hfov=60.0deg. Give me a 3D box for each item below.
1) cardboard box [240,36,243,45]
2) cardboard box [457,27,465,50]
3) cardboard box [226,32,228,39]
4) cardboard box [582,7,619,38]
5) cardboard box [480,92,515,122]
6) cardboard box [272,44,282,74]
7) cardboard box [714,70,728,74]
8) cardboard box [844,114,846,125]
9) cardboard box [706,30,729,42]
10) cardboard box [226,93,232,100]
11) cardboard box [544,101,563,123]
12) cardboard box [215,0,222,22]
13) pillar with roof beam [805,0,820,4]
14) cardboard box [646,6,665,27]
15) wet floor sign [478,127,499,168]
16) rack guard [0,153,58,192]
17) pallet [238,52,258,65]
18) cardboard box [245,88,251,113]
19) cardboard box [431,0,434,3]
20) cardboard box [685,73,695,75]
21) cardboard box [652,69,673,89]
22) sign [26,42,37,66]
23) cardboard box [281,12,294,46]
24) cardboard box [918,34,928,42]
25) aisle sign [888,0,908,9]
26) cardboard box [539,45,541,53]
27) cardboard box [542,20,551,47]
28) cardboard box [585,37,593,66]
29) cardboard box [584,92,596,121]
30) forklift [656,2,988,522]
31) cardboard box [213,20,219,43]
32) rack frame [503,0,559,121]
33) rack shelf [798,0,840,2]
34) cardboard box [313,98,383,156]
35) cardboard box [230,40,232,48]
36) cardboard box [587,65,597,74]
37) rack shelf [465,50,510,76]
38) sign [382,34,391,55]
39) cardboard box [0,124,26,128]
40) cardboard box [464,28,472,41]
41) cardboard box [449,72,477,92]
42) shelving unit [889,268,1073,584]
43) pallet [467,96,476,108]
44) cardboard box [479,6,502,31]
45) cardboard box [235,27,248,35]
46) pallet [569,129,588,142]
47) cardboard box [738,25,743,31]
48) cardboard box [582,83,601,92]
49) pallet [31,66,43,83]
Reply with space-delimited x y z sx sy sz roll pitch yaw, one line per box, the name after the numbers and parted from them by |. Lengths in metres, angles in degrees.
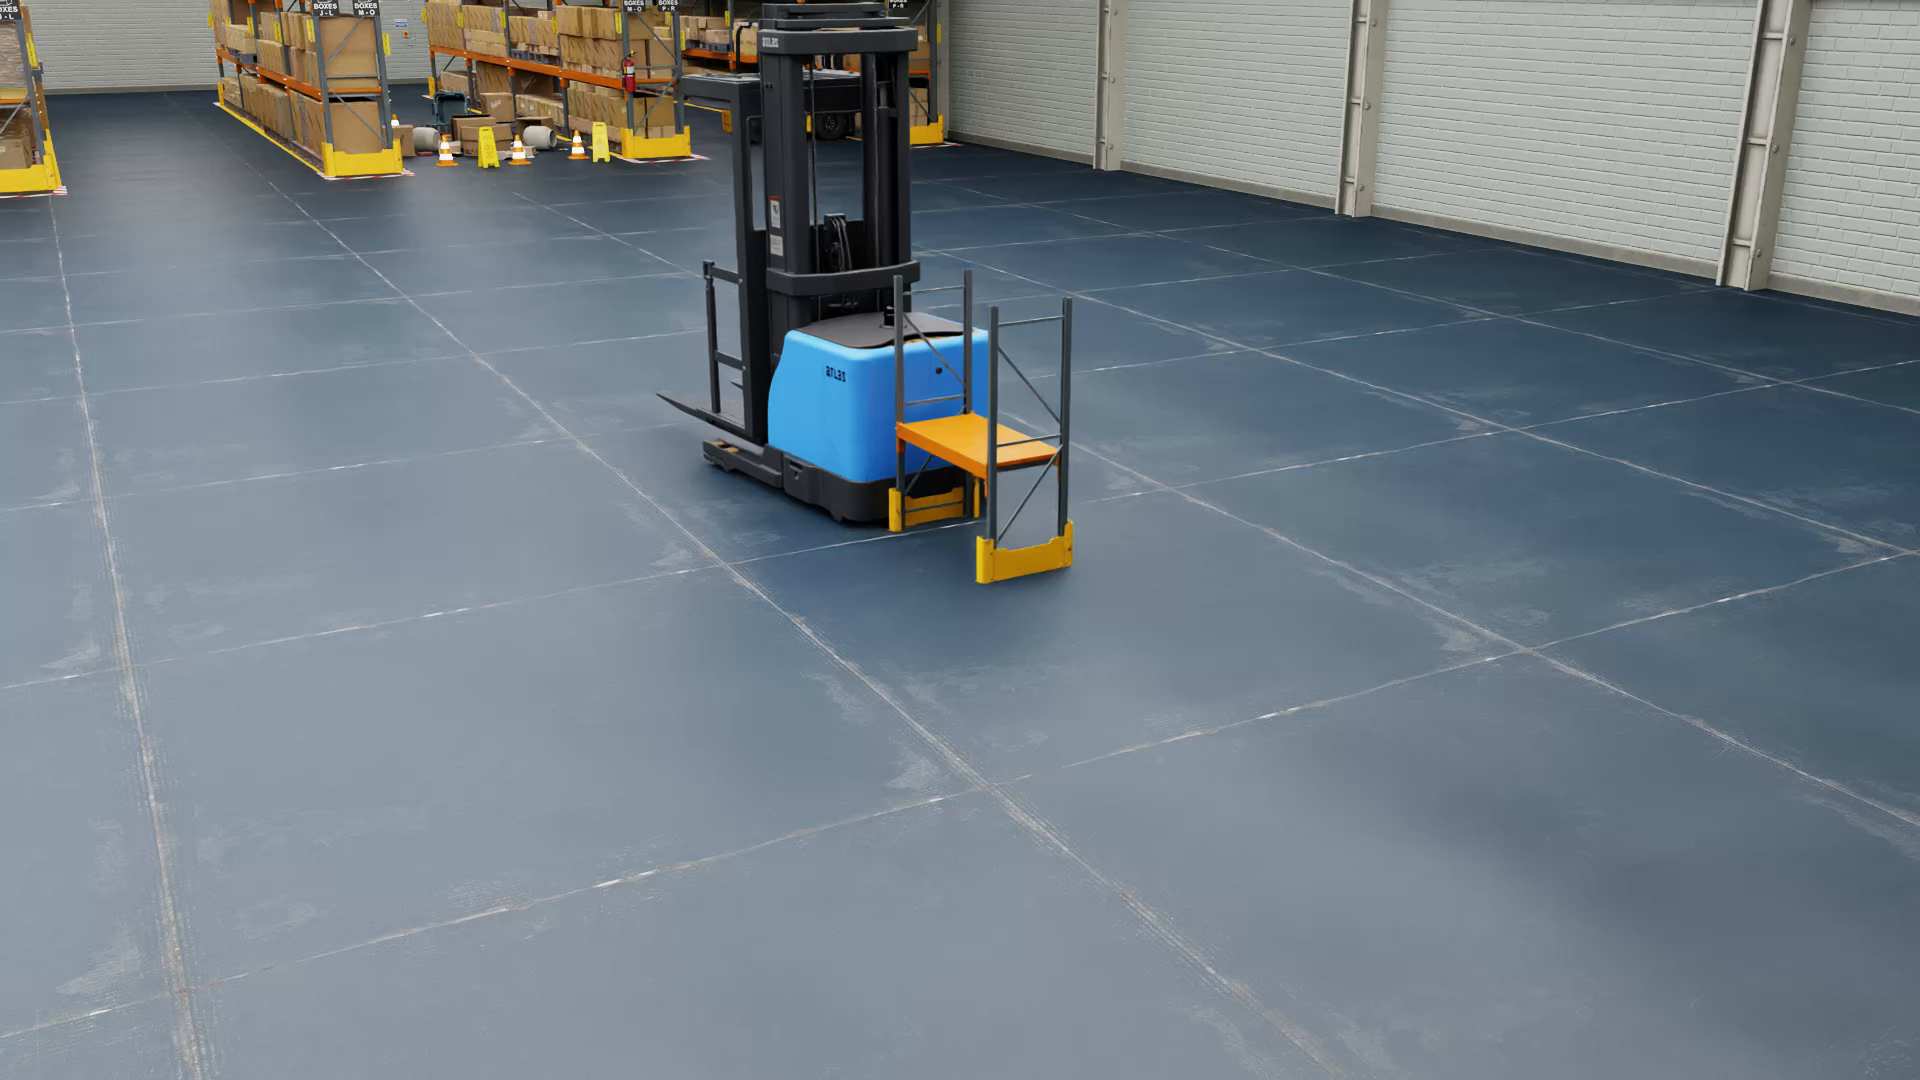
-14.262 -10.053 33.451 0.380 0.149 0.250 -9 21 -25 | cardboard box
-11.408 -11.694 38.770 0.500 0.500 0.500 -10 21 -26 | cardboard box
-15.489 -10.794 35.599 0.380 0.149 0.250 -10 21 -26 | cardboard box
-6.265 -9.159 29.434 0.700 0.500 0.500 -10 22 -27 | cardboard box
-8.716 -8.149 31.320 0.500 0.500 0.500 -10 21 -27 | cardboard box
-12.195 -8.762 30.272 0.500 0.500 0.500 -10 22 -27 | cardboard box
-5.482 -10.840 38.642 0.380 0.149 0.250 -9 21 -25 | cardboard box
-2.123 -8.298 32.653 0.500 0.250 0.500 -9 21 -25 | cardboard box
-5.482 -11.556 38.107 0.500 0.250 0.500 -11 22 -29 | cardboard box
-16.858 -10.334 38.708 0.380 0.149 0.250 -10 21 -26 | cardboard box
-7.759 -8.569 33.252 0.950 0.372 0.625 -9 21 -23 | cardboard box
-16.473 -11.954 37.534 0.500 0.500 0.500 -11 22 -28 | cardboard box
-7.073 -13.110 33.828 9.100 9.000 0.400 -10 21 -27 | pillar with roof beam
-7.804 -13.293 42.182 0.500 0.500 0.500 -9 21 -25 | cardboard box
-7.816 -6.499 27.475 0.267 0.644 0.232 -14 24 -36 | wet floor sign
-14.022 -5.414 24.555 1.175 0.500 0.348 -10 21 -27 | rack guard
-13.804 -9.707 33.458 1.213 0.211 1.003 -10 21 -27 | pallet
-14.901 -9.370 35.375 0.500 0.500 0.500 -9 21 -24 | cardboard box
-12.727 -13.227 40.684 0.380 0.149 0.250 -9 21 -25 | cardboard box
-6.303 -11.015 40.144 0.500 0.500 0.500 -10 22 -27 | cardboard box
-7.424 -11.749 42.270 0.700 0.500 0.500 -11 22 -29 | cardboard box
-13.508 -7.067 24.186 0.100 0.325 0.005 -10 21 -27 | sign
-11.327 -8.931 29.031 0.875 0.550 0.550 -10 21 -27 | cardboard box
-0.830 -9.370 31.040 0.380 0.149 0.250 -11 22 -28 | cardboard box
-1.125 -10.043 30.153 0.394 0.787 0.004 -10 21 -27 | aisle sign
-8.123 -9.737 32.992 0.380 0.149 0.250 -10 21 -27 | cardboard box
-7.821 -9.883 32.420 0.500 0.500 0.500 -10 21 -26 | cardboard box
-6.457 -8.847 30.062 0.500 0.500 0.500 -10 21 -26 | cardboard box
-6.612 -7.998 30.633 0.500 0.500 0.500 -9 21 -24 | cardboard box
-1.051 -1.911 10.675 1.130 2.935 3.031 -13 23 -34 | forklift
-17.200 -11.922 38.975 0.500 0.500 0.500 -9 21 -24 | cardboard box
-9.063 -10.405 35.188 1.000 3.000 0.127 -10 21 -27 | rack frame
-3.747 -11.679 35.383 1.077 0.370 4.000 -10 21 -27 | rack shelf
-9.953 -6.692 27.039 0.875 0.875 0.875 -10 21 -26 | cardboard box
-15.236 -10.502 35.210 0.380 0.149 0.250 -10 21 -26 | cardboard box
-6.553 -8.562 30.229 0.380 0.149 0.250 -10 21 -27 | cardboard box
-10.013 -10.639 36.969 1.077 0.370 4.000 -10 21 -27 | rack shelf
-9.081 -7.844 26.316 0.100 0.325 0.005 -10 21 -27 | sign
-15.452 -6.455 26.927 0.500 0.500 0.500 -3 19 -9 | cardboard box
-11.002 -11.549 37.966 0.500 0.250 0.500 -11 22 -28 | cardboard box
-12.019 -11.254 40.931 0.875 0.438 0.875 -9 21 -25 | cardboard box
0.103 -0.669 9.271 0.587 1.500 1.083 -11 22 -29 | shelving unit
-11.255 -10.466 39.638 1.003 0.211 1.213 -10 21 -27 | pallet
-10.254 -11.469 36.584 0.500 0.500 0.500 -10 22 -28 | cardboard box
-14.620 -10.412 34.036 0.380 0.149 0.250 -9 21 -24 | cardboard box
-6.814 -7.752 31.772 1.003 0.211 1.213 -10 21 -27 | pallet
-4.676 -11.316 36.678 0.380 0.149 0.250 -9 21 -25 | cardboard box
-6.738 -8.336 30.619 0.380 0.149 0.250 -9 21 -24 | cardboard box
-16.120 -7.873 28.144 1.003 0.211 1.213 -10 21 -27 | pallet
